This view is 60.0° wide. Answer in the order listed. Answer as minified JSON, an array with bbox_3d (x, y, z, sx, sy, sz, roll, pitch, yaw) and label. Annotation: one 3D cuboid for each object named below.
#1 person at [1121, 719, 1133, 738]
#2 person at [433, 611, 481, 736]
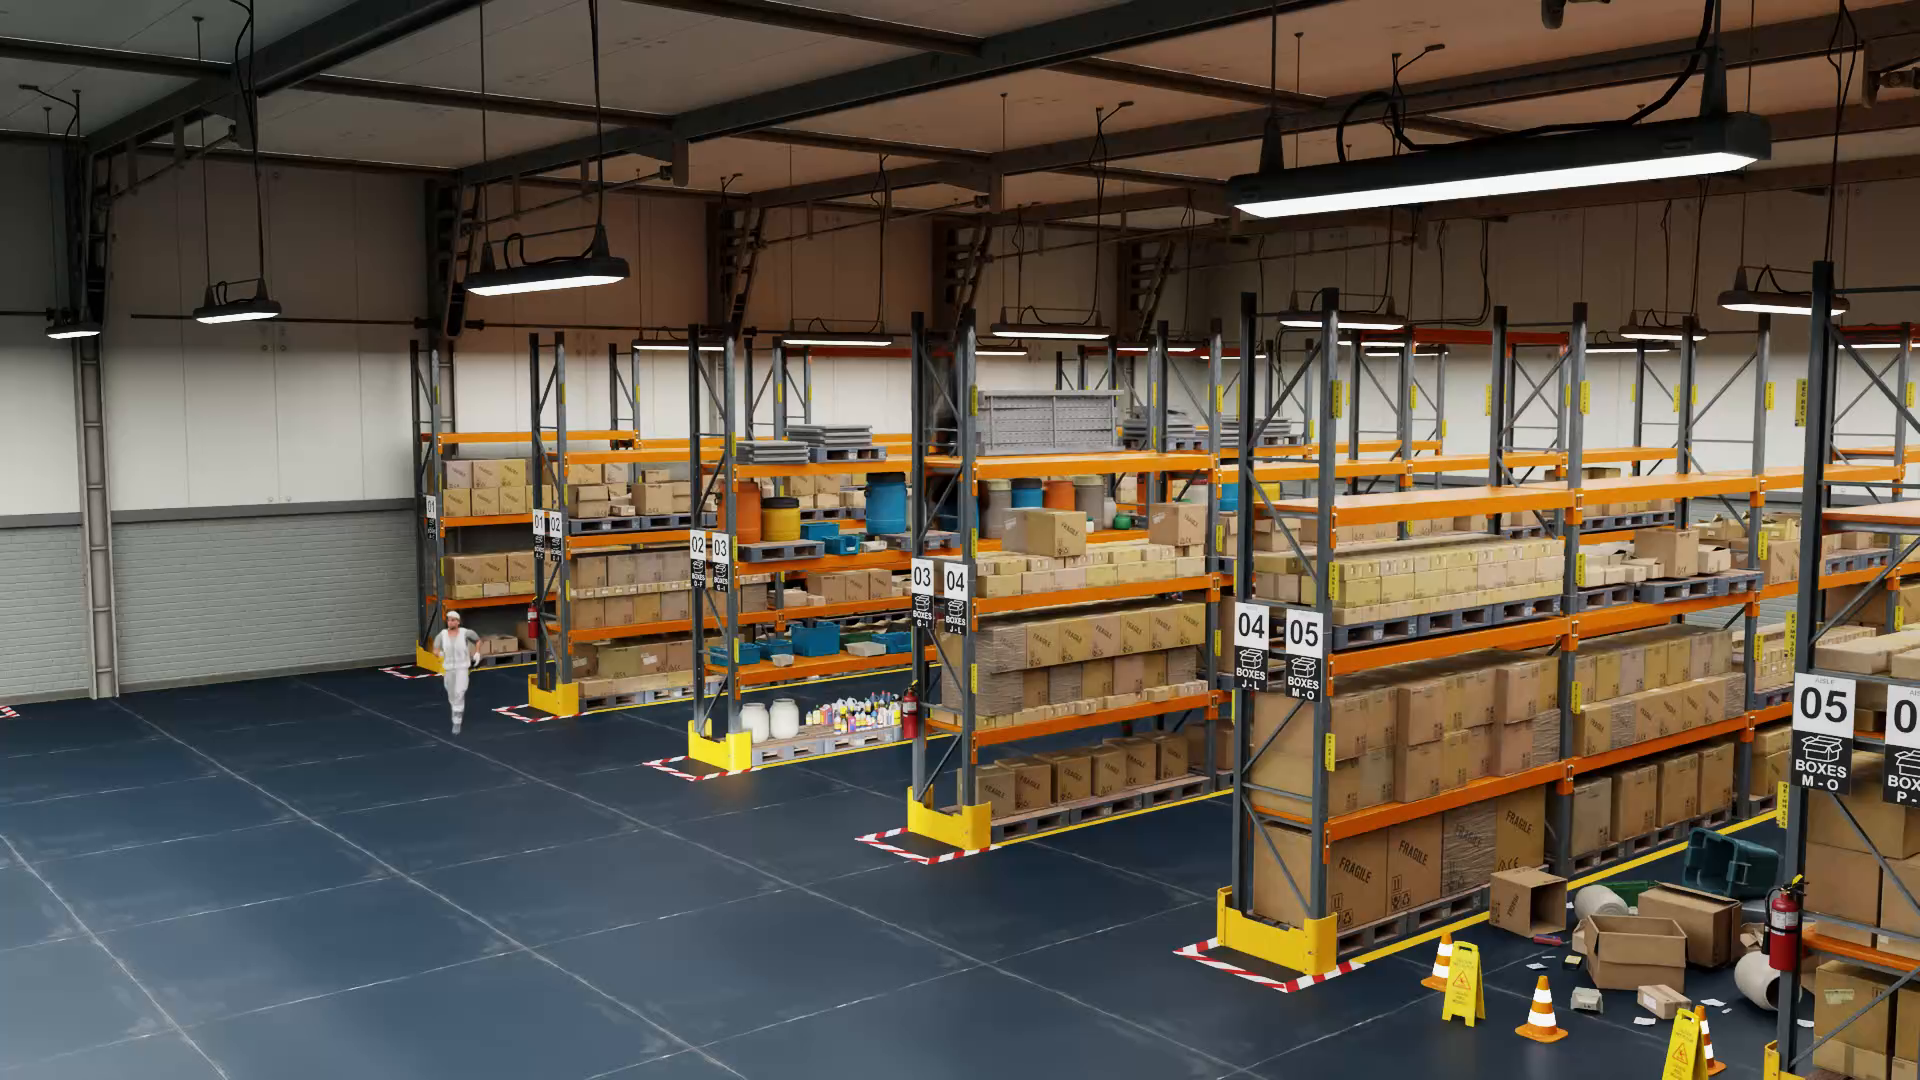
[{"bbox_3d":[2.244,2.122,23.779,0.719,1.703,0.649,-5,7,-44],"label":"person"},{"bbox_3d":[-7.560,1.955,25.012,0.672,1.813,0.983,0,5,-2],"label":"person"}]
